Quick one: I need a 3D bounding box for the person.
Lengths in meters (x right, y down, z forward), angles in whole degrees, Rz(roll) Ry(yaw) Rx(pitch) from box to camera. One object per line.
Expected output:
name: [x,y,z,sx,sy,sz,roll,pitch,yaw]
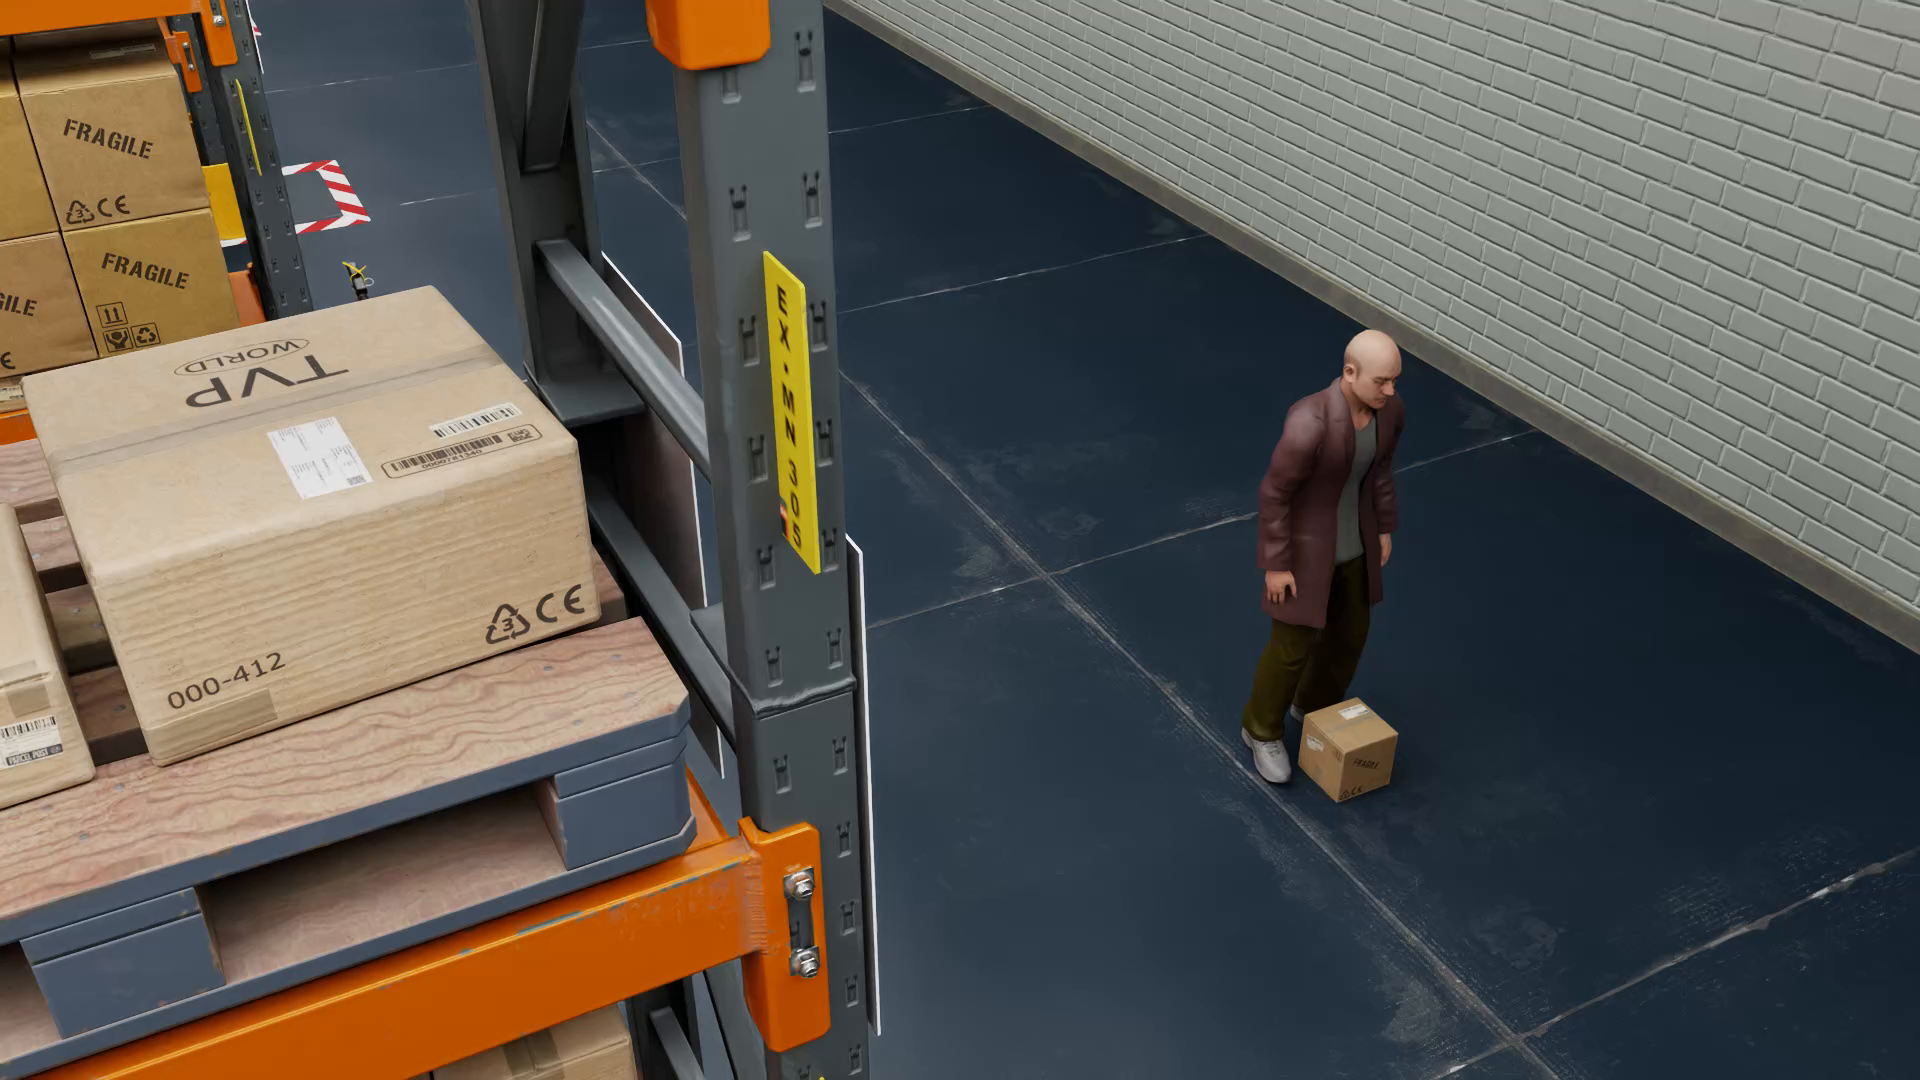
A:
person: [1.354,0.035,6.099,0.644,1.772,0.429,-18,37,-26]
